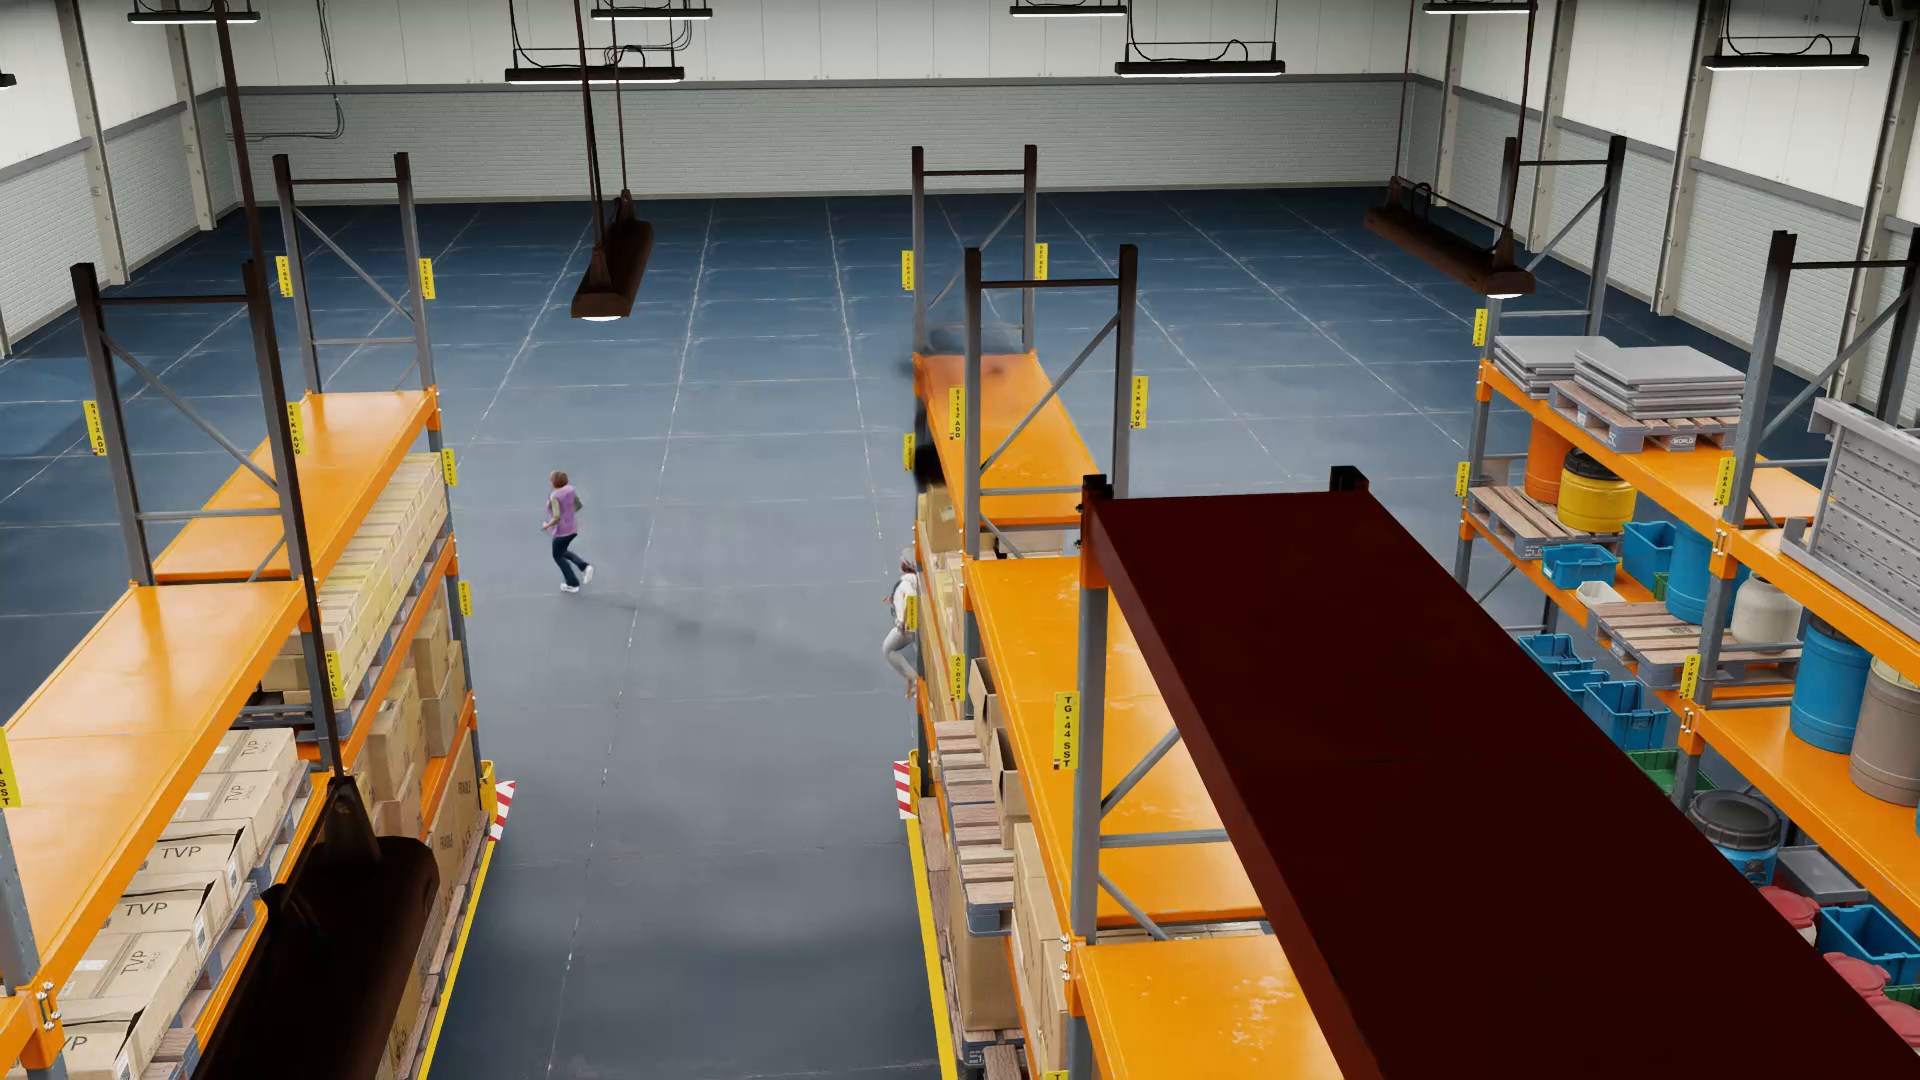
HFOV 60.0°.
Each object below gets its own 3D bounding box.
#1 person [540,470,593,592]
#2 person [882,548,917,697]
[{"bbox_3d":[-4.682,-0.101,19.790,0.532,1.553,0.523,9,23,21],"label":"person"},{"bbox_3d":[-0.512,0.886,17.106,0.804,1.653,0.593,16,27,35],"label":"person"}]
